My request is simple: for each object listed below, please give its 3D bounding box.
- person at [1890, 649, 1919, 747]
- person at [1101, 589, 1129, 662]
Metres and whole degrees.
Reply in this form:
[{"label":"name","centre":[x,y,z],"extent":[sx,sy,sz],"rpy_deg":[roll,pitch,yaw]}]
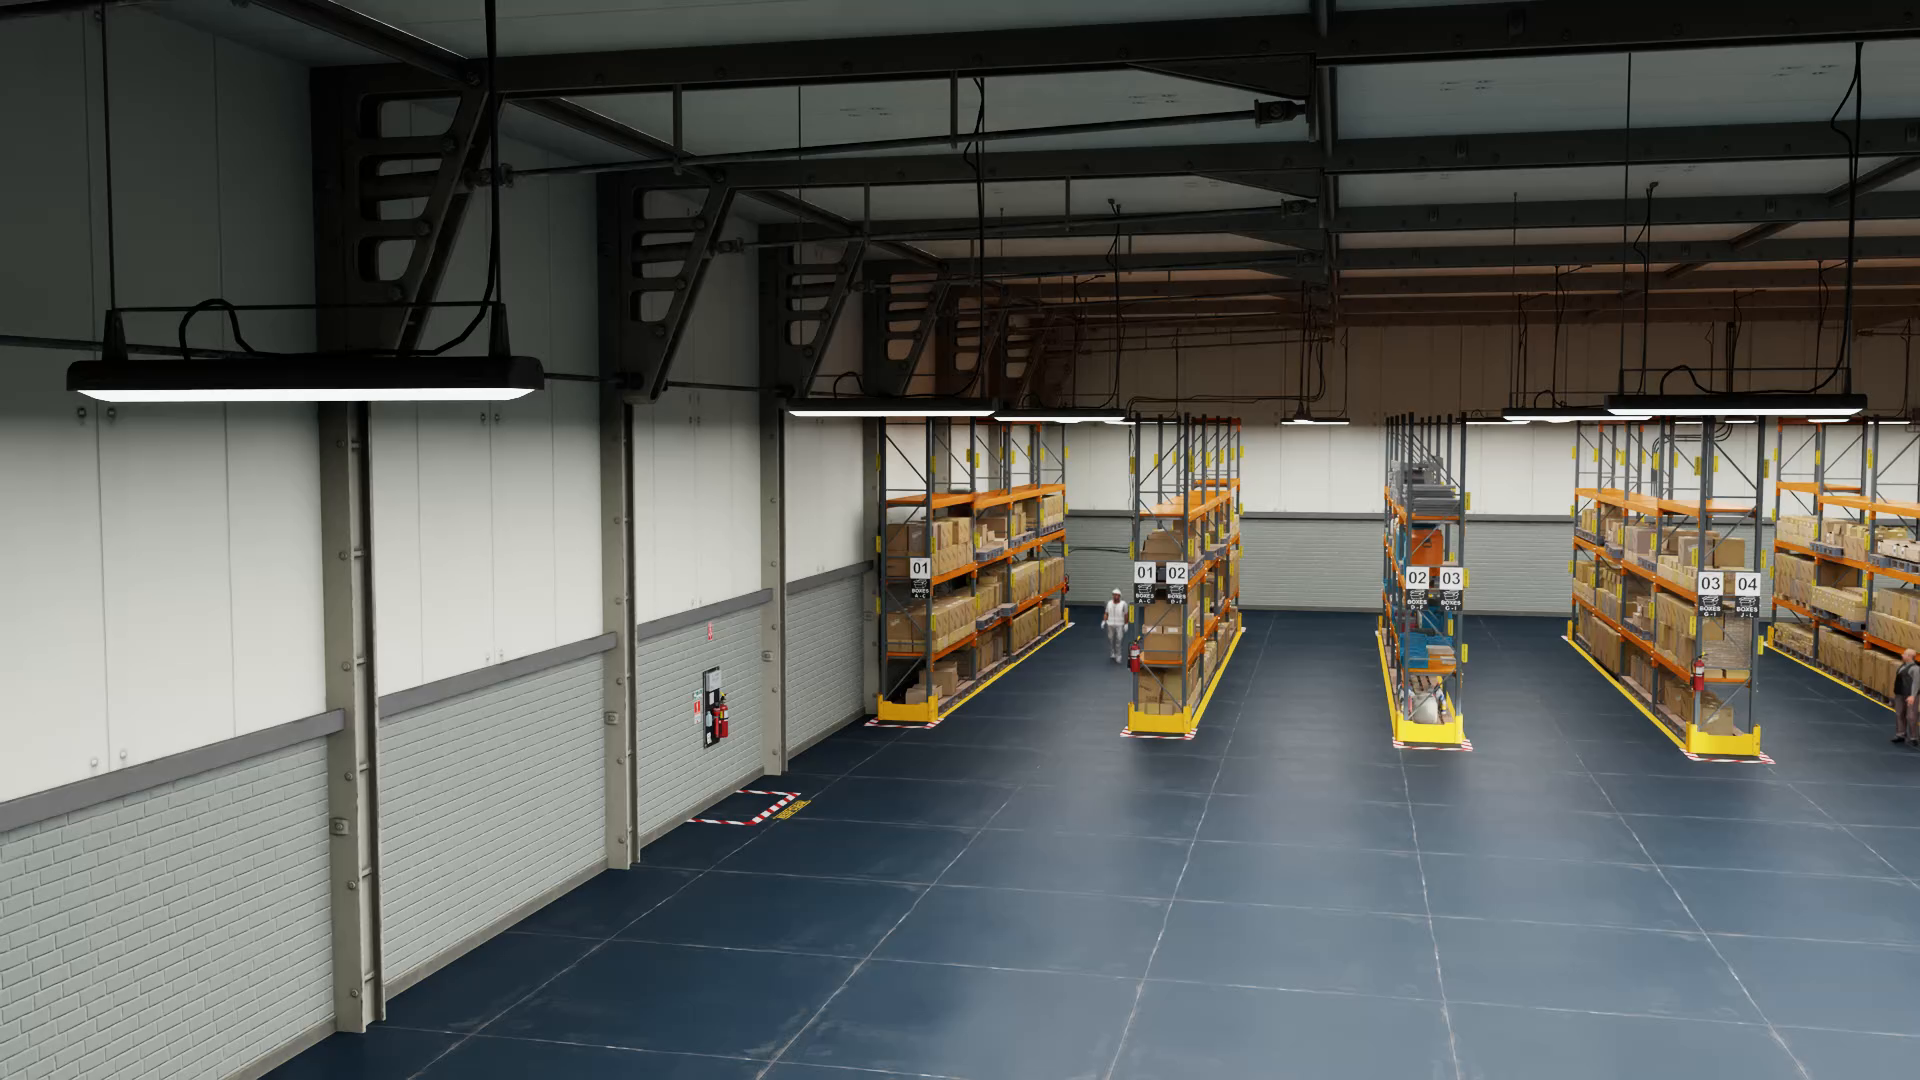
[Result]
[{"label":"person","centre":[17.112,2.840,30.032],"extent":[0.389,1.753,0.521],"rpy_deg":[-1,4,-18]},{"label":"person","centre":[3.792,2.085,40.686],"extent":[0.642,1.736,0.972],"rpy_deg":[1,4,11]}]
